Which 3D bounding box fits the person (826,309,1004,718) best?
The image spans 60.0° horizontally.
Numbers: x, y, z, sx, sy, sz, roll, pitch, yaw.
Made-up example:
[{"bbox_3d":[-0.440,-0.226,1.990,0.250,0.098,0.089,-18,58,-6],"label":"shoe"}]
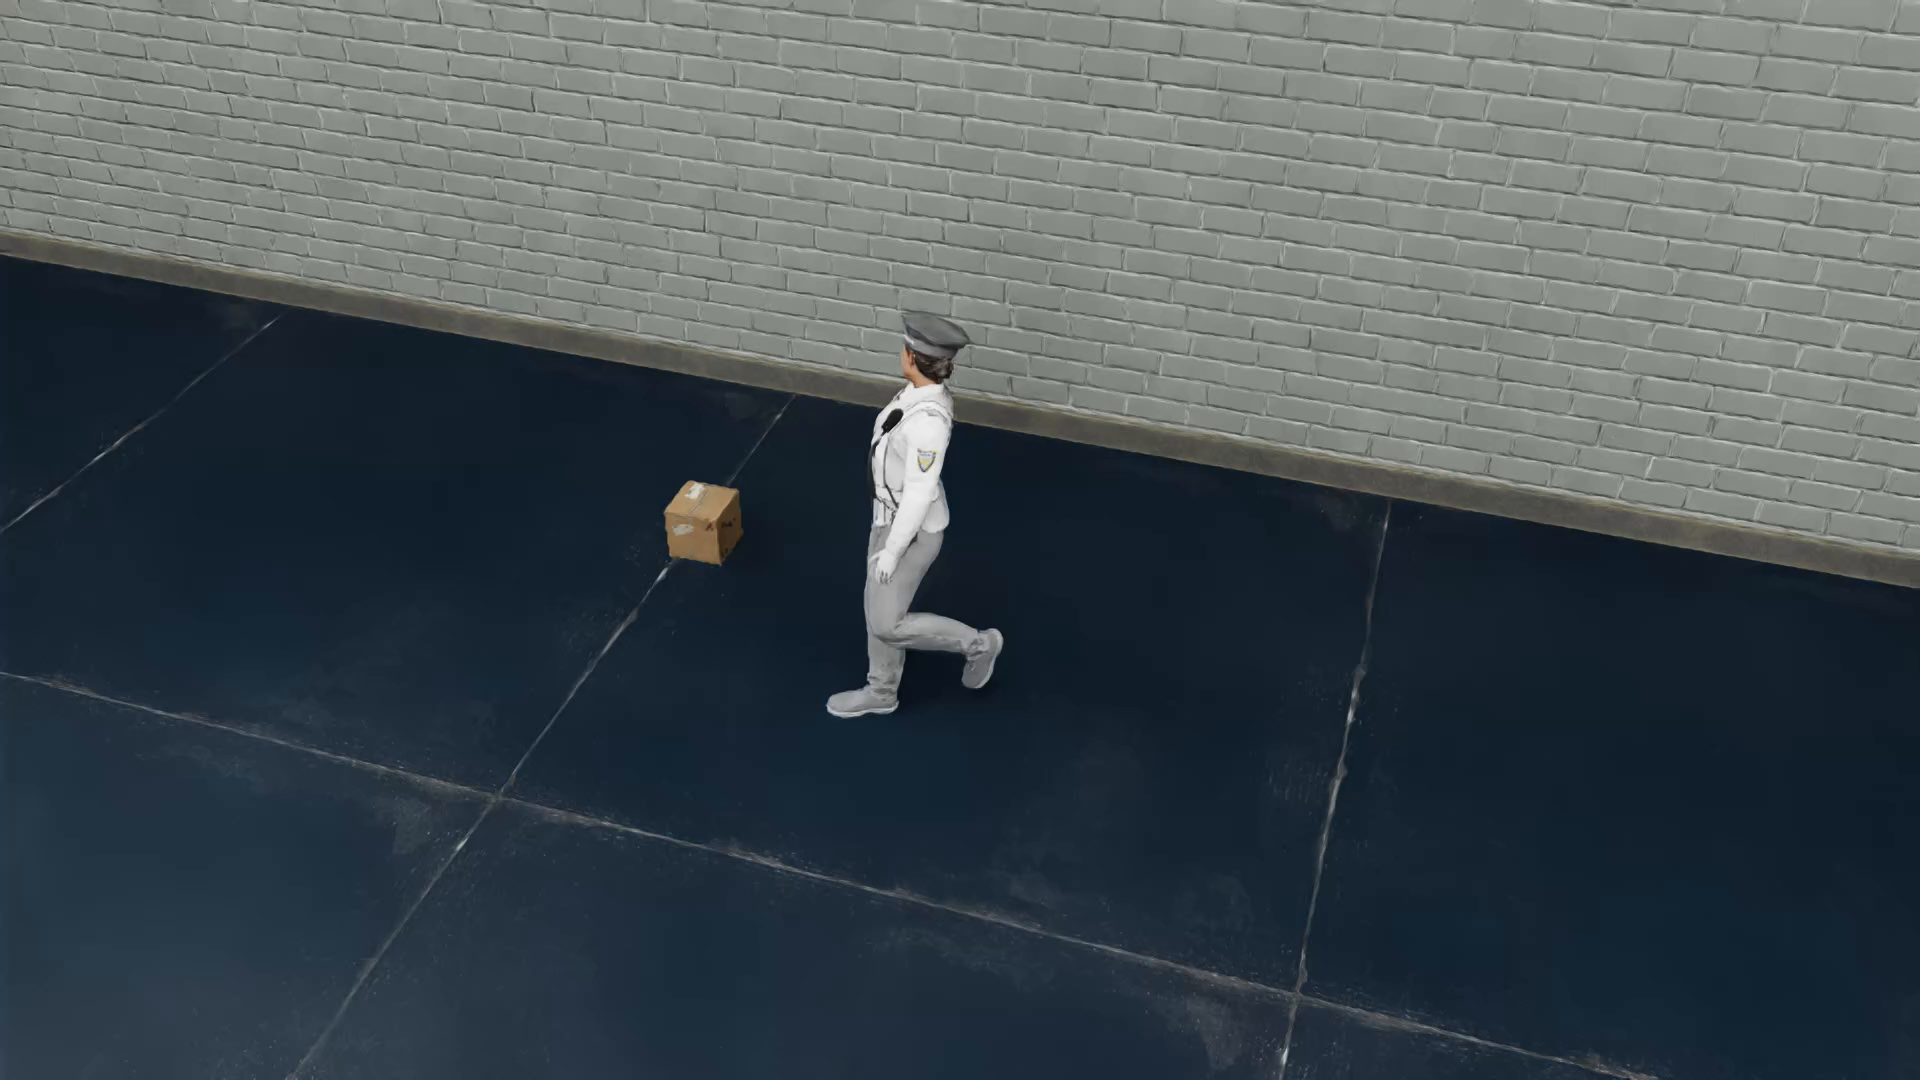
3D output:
[{"bbox_3d":[-0.186,-0.061,6.254,0.701,1.625,0.535,-1,37,-2],"label":"person"}]
